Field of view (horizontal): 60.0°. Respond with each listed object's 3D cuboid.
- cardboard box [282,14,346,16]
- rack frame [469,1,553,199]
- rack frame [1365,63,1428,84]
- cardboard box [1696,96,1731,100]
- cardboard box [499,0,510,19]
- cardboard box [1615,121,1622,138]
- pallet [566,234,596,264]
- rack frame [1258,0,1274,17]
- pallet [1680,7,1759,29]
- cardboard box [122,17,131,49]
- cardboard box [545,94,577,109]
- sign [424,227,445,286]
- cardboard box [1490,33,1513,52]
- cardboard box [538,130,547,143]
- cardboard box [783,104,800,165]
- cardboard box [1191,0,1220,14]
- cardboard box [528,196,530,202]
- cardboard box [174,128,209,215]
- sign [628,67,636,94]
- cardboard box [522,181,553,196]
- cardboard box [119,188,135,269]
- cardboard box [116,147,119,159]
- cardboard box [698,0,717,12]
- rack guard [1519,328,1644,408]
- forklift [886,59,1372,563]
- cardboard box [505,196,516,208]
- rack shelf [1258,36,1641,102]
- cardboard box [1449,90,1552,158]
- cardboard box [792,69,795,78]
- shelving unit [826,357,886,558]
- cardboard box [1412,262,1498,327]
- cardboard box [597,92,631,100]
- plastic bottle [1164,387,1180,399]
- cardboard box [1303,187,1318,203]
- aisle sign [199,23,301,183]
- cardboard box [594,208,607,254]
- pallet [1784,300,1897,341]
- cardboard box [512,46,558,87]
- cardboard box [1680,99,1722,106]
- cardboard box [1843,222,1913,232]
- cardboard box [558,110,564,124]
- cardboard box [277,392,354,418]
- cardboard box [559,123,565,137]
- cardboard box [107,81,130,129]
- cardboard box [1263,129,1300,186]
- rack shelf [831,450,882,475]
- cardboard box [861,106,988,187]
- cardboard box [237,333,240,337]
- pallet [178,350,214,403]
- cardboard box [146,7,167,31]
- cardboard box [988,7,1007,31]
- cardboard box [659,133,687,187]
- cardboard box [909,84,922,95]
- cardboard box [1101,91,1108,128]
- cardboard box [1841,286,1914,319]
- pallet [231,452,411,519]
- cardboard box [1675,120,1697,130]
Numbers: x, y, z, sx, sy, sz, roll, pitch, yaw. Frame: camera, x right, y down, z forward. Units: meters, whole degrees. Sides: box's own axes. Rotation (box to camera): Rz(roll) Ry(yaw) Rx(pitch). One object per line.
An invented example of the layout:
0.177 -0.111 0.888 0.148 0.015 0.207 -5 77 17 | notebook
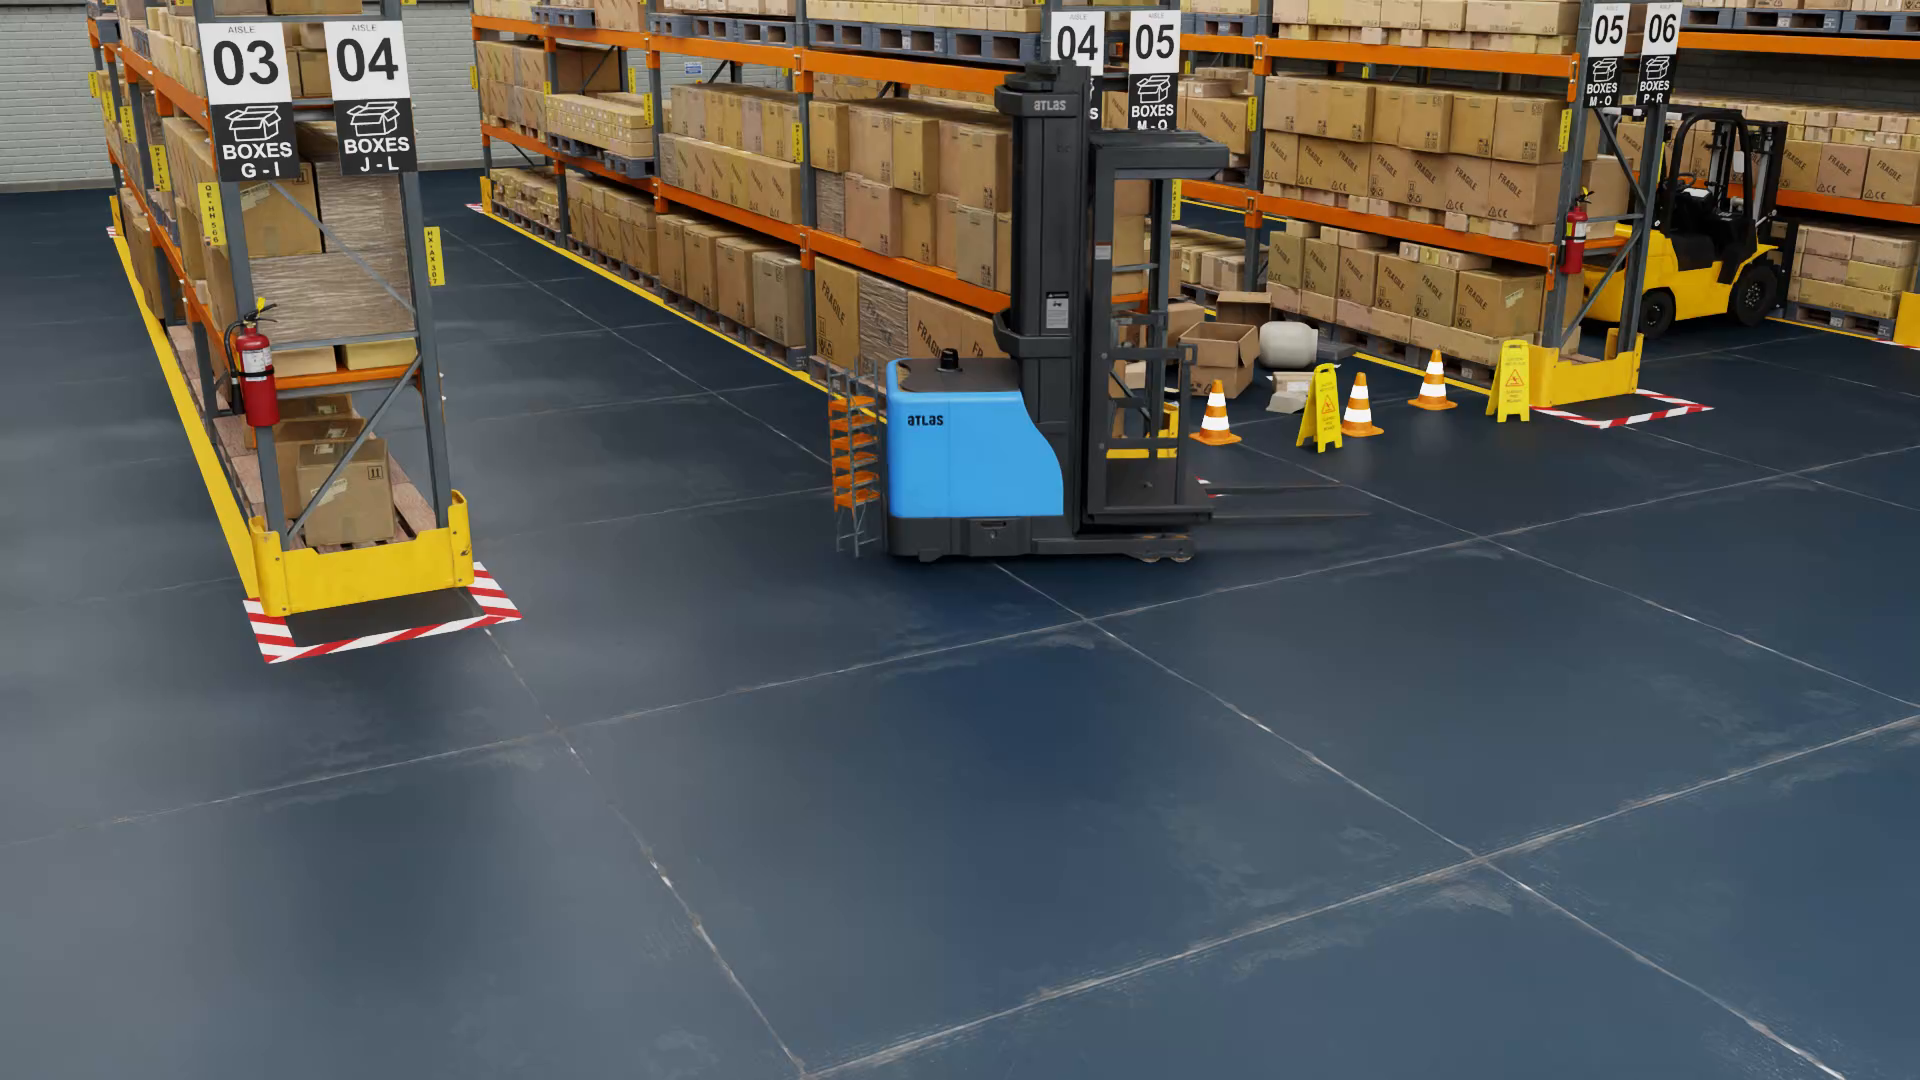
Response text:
-3.800 -3.047 9.883 0.380 0.149 0.250 -10 21 -27 | cardboard box
-6.613 -6.426 24.656 1.000 3.000 0.127 -10 21 -27 | rack frame
5.861 -5.695 22.538 1.000 3.000 0.127 -10 21 -27 | rack frame
8.398 -4.844 18.468 0.380 0.149 0.250 -10 22 -27 | cardboard box
-5.887 -7.157 22.406 0.500 0.250 0.500 -10 21 -27 | cardboard box
7.745 -4.898 19.691 0.500 0.250 0.500 -10 22 -28 | cardboard box
-4.343 -3.737 21.136 1.003 0.211 1.213 -10 21 -27 | pallet
3.394 -6.613 16.001 1.000 3.000 0.127 -10 21 -27 | rack frame
8.188 -5.682 18.038 1.003 0.211 1.213 -10 21 -27 | pallet
-6.985 -4.416 14.461 0.500 0.250 0.500 -9 21 -25 | cardboard box
-4.931 -5.455 20.670 0.380 0.149 0.250 -9 21 -24 | cardboard box
-2.951 -1.587 9.306 0.100 0.325 0.005 -10 21 -27 | sign
4.634 -4.135 13.803 0.380 0.149 0.250 -9 21 -25 | cardboard box
-5.273 -5.262 21.668 0.380 0.149 0.250 -11 22 -28 | cardboard box
-1.156 -3.643 14.904 0.700 0.500 0.500 -10 22 -28 | cardboard box
2.753 -5.614 17.290 0.500 0.250 0.500 -10 21 -26 | cardboard box
-5.795 -4.781 23.160 0.380 0.149 0.250 -9 21 -24 | cardboard box
-4.862 -2.447 10.983 0.500 0.500 0.500 -10 21 -27 | cardboard box
-4.227 -5.912 21.392 0.100 0.325 0.005 -10 21 -27 | sign
-5.796 -4.835 22.859 0.380 0.149 0.250 -11 22 -29 | cardboard box
-8.805 -3.552 18.941 1.225 0.875 0.875 -10 21 -26 | cardboard box
-9.804 -4.604 19.762 0.380 0.149 0.250 -10 22 -28 | cardboard box
-2.182 -5.218 15.896 0.500 0.311 0.500 -10 22 -28 | cardboard box
5.257 -1.469 14.123 1.175 0.500 0.348 -10 21 -27 | rack guard
1.050 -1.417 10.245 3.031 2.935 1.130 -1 19 -3 | forklift
-6.301 -4.854 23.827 0.380 0.149 0.250 -10 21 -26 | cardboard box
4.343 -4.281 14.944 1.077 0.370 4.000 -10 21 -27 | rack shelf
4.625 -3.549 14.175 0.700 0.500 0.500 -10 21 -26 | cardboard box
-2.327 -7.560 26.256 0.500 0.500 0.500 -11 22 -28 | cardboard box
-0.639 -0.509 10.252 0.258 1.200 0.189 -17 23 -40 | shelving unit
4.432 -2.221 14.891 0.500 0.500 0.500 -9 21 -25 | cardboard box
-4.351 -5.554 20.958 0.380 0.149 0.250 -9 21 -24 | cardboard box
1.752 -1.259 14.186 0.283 0.061 0.133 16 25 39 | plastic bottle
3.580 -3.382 16.220 0.380 0.149 0.250 -10 21 -27 | cardboard box
-3.663 -2.259 8.593 0.394 0.787 0.004 -10 21 -27 | aisle sign
-4.083 -3.742 20.065 0.500 0.500 0.500 -10 21 -26 | cardboard box
9.260 -2.294 16.955 1.003 0.211 1.213 -10 21 -27 | pallet
-5.656 -6.328 22.230 0.500 0.500 0.500 -9 21 -25 | cardboard box
8.015 -4.681 17.996 0.380 0.149 0.250 -9 21 -25 | cardboard box
9.358 -3.080 16.999 0.500 0.250 0.500 -10 21 -27 | cardboard box
-4.683 -5.166 20.289 0.380 0.149 0.250 -9 21 -25 | cardboard box
-4.530 -0.809 11.565 0.500 0.500 0.500 -12 22 -31 | cardboard box
-4.679 -5.022 20.329 0.380 0.149 0.250 -10 21 -26 | cardboard box
-9.580 -5.054 19.302 0.500 0.500 0.500 -9 21 -25 | cardboard box
3.357 -3.796 16.423 0.500 0.500 0.500 -10 21 -27 | cardboard box
-0.637 -0.466 10.266 0.258 0.103 0.180 -17 23 -40 | rack shelf
-0.271 -3.135 13.234 0.875 0.550 0.550 -10 21 -27 | cardboard box
-4.027 -1.161 9.782 0.380 0.149 0.250 -10 21 -27 | cardboard box
-6.282 -1.498 14.649 1.003 0.211 1.213 -10 21 -27 | pallet
-5.445 -3.637 11.592 0.380 0.149 0.250 -11 22 -28 | cardboard box
0.410 -3.494 11.147 0.380 0.149 0.250 -10 21 -26 | cardboard box
-2.838 -4.006 17.490 0.500 0.500 0.500 -10 21 -26 | cardboard box
-0.449 -6.423 22.960 0.500 0.500 0.500 -10 21 -26 | cardboard box
1.758 -4.998 19.265 0.500 0.500 0.500 -9 21 -24 | cardboard box
9.159 -2.384 16.512 0.500 0.250 0.500 -10 21 -26 | cardboard box
-4.394 -0.386 11.427 1.003 0.211 1.213 -10 21 -27 | pallet
8.005 -4.542 18.048 0.380 0.149 0.250 -9 21 -25 | cardboard box
